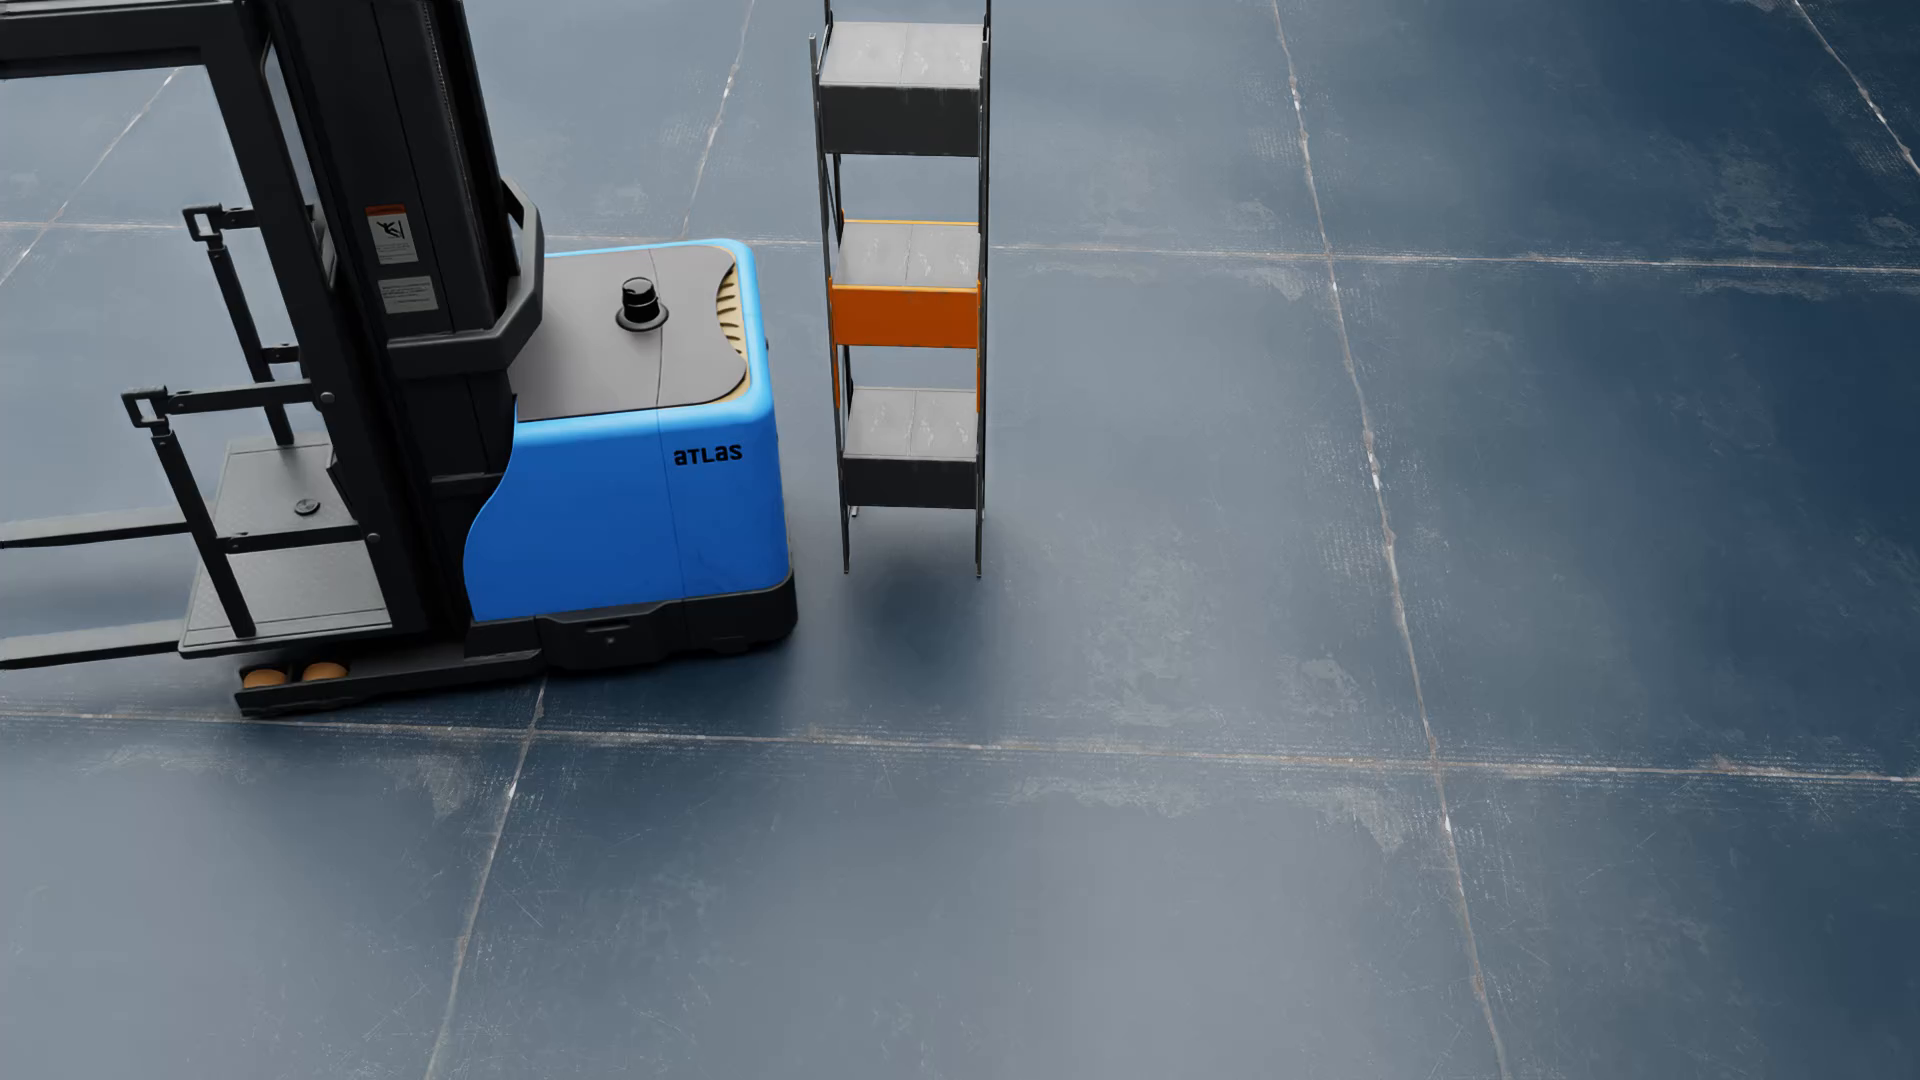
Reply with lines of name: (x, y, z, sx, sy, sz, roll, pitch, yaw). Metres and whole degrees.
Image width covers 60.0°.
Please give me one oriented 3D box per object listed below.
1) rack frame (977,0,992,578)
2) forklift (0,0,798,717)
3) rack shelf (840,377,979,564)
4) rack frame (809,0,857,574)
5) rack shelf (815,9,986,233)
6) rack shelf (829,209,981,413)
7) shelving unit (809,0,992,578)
rack frame: (0.078, -0.766, 5.532, 0.015, 2.100, 0.400, 2, 43, 2)
forklift: (-2.135, -0.867, 5.031, 3.031, 2.935, 1.130, -6, 43, -7)
rack shelf: (-0.165, -0.251, 6.026, 0.480, 0.518, 0.431, 2, 43, 2)
rack frame: (-0.409, -0.781, 5.548, 0.015, 2.100, 0.400, 2, 43, 2)
rack shelf: (-0.165, -1.276, 5.072, 0.480, 0.518, 0.431, 2, 43, 2)
rack shelf: (-0.165, -0.763, 5.549, 0.480, 0.518, 0.431, 2, 43, 2)
shelving unit: (-0.165, -0.773, 5.540, 0.503, 2.100, 0.431, 2, 43, 2)
